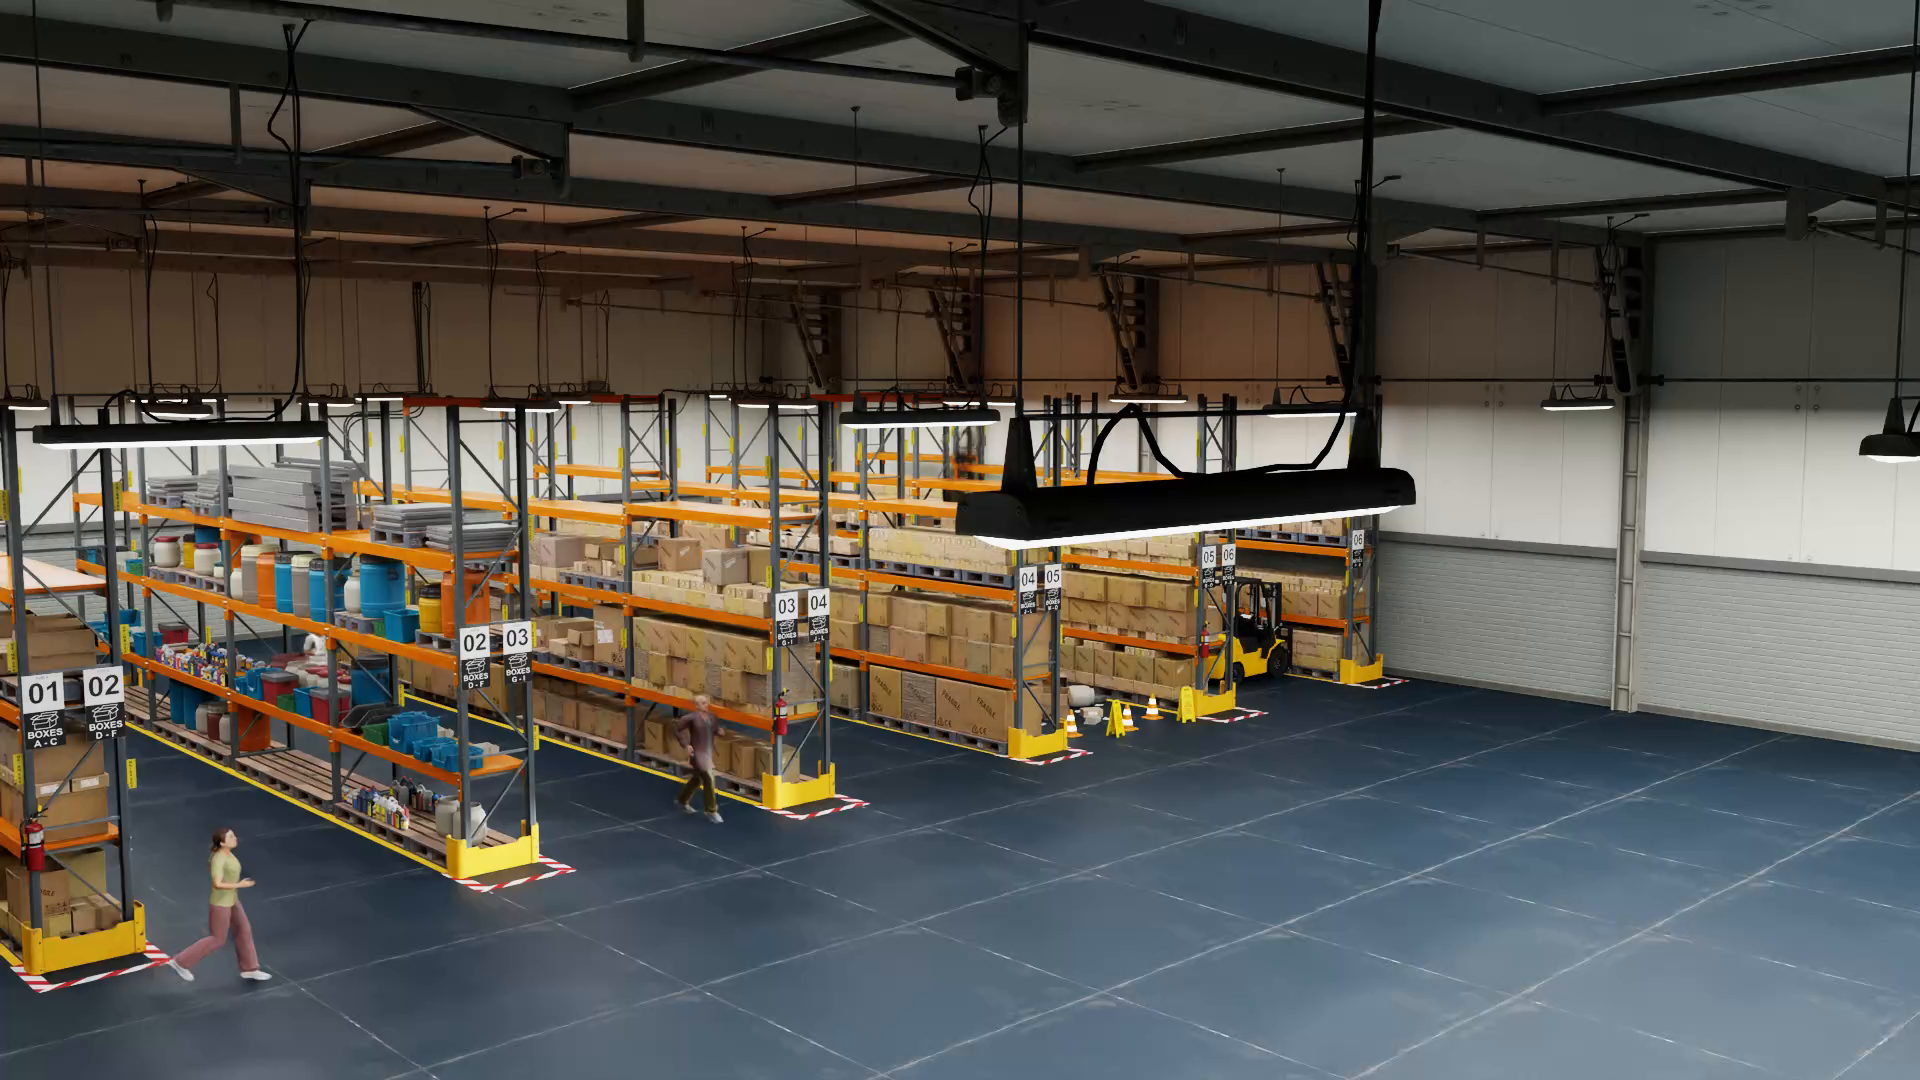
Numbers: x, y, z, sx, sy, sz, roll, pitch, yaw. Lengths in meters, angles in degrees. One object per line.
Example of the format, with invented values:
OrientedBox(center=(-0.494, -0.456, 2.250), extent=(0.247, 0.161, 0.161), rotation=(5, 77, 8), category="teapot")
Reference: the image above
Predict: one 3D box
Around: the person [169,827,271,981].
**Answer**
OrientedBox(center=(-7.747, 3.824, 17.390), extent=(0.953, 1.675, 0.586), rotation=(-1, 6, -13), category="person")

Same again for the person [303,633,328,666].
OrientedBox(center=(-12.093, 2.371, 31.462), extent=(0.969, 1.771, 0.683), rotation=(4, 7, 36), category="person")

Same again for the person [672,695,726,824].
OrientedBox(center=(-3.745, 3.133, 23.977), extent=(0.919, 1.837, 0.674), rotation=(3, 6, 26), category="person")

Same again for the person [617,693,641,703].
OrientedBox(center=(-6.225, 2.487, 31.556), extent=(0.561, 1.601, 0.595), rotation=(5, 7, 40), category="person")
